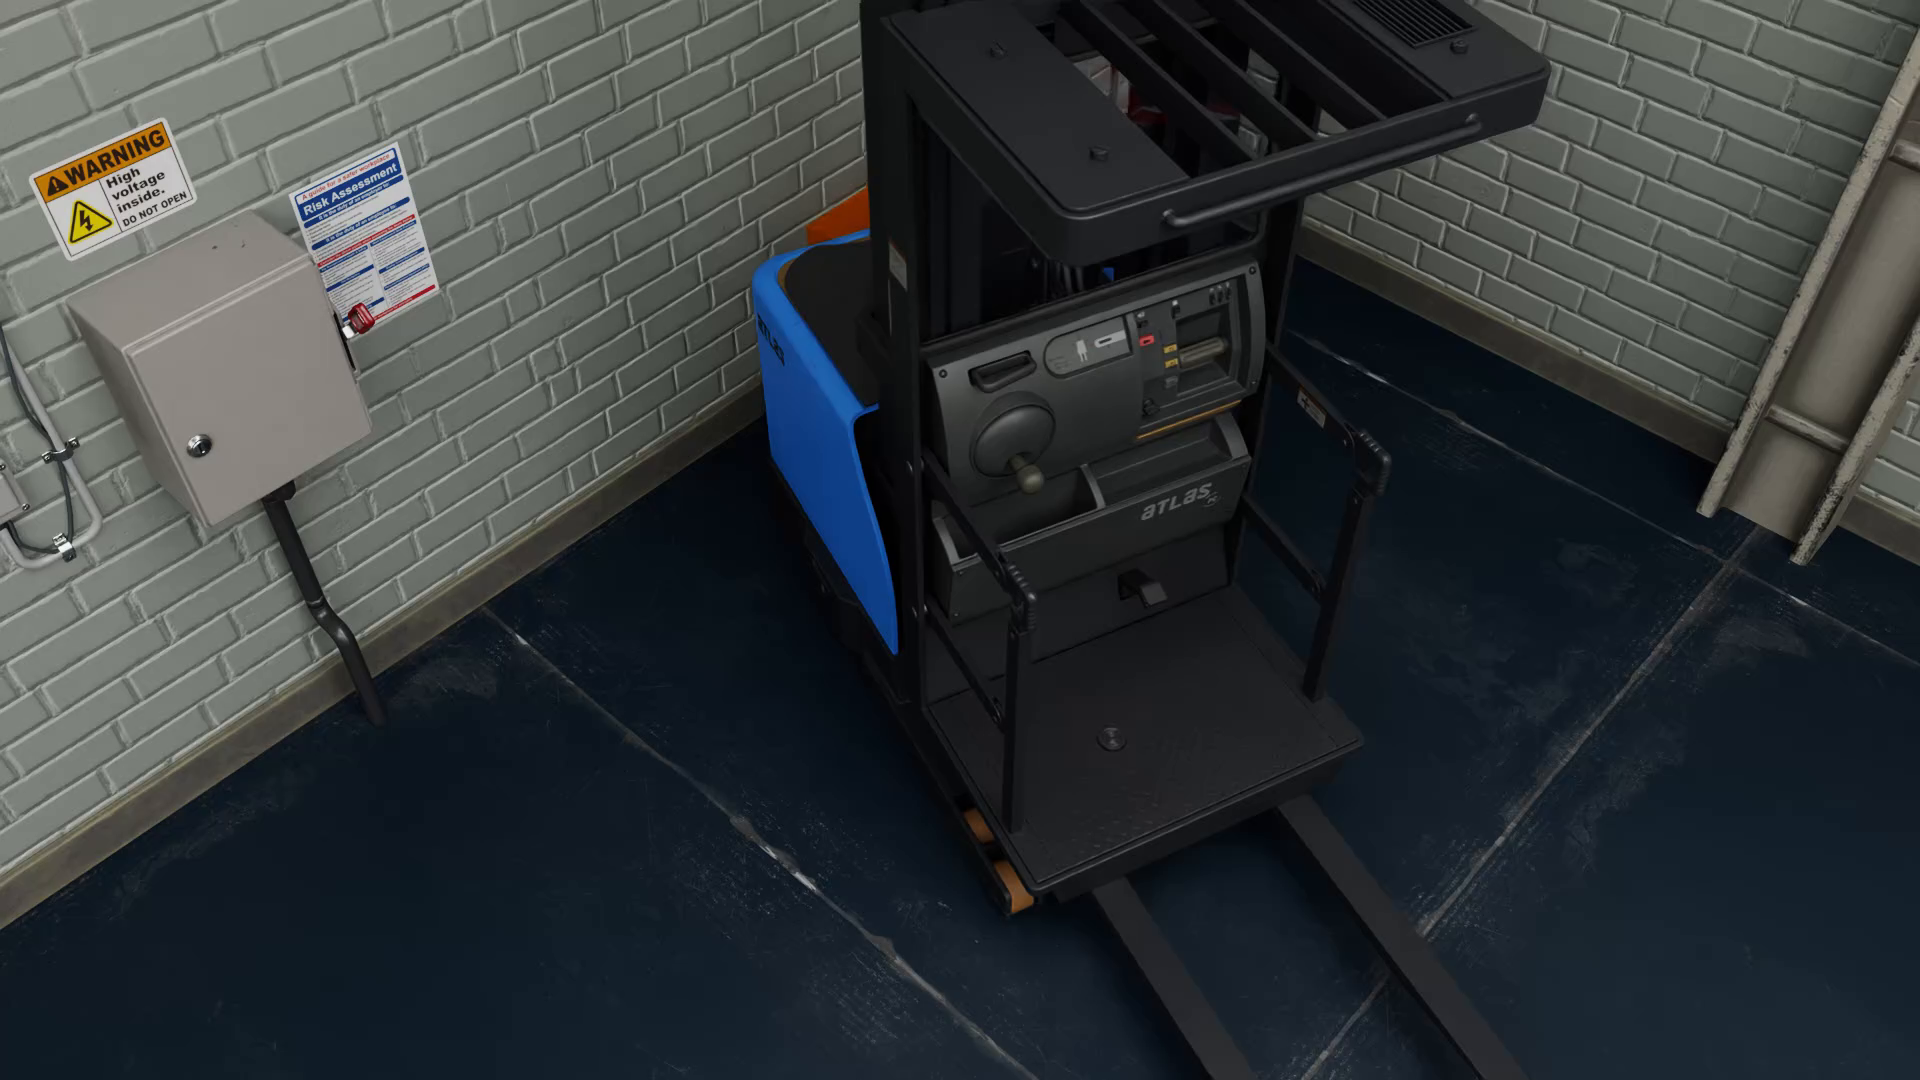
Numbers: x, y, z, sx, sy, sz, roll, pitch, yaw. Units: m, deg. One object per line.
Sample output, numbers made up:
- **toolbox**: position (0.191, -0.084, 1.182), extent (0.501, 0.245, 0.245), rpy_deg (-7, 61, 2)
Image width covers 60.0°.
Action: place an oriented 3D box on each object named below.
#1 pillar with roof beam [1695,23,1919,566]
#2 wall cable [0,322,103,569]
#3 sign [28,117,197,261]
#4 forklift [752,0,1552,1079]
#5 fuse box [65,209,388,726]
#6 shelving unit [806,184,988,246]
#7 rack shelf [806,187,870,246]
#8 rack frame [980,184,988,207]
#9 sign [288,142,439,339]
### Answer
- **pillar with roof beam**: position (-0.086, -0.862, 0.387), extent (0.400, 9.000, 9.100), rpy_deg (34, 55, 28)
- **wall cable**: position (-2.366, -0.527, 3.490), extent (0.122, 1.984, 0.588), rpy_deg (34, 55, 28)
- **sign**: position (-1.978, -0.822, 3.898), extent (0.001, 0.242, 0.339), rpy_deg (34, 55, 28)
- **forklift**: position (0.461, -0.317, 4.037), extent (1.130, 2.935, 3.031), rpy_deg (-20, 50, -18)
- **fuse box**: position (-1.788, -0.026, 4.600), extent (0.414, 1.711, 0.539), rpy_deg (34, 55, 28)
- **shelving unit**: position (-0.197, -1.213, 5.818), extent (1.083, 1.500, 0.587), rpy_deg (29, 55, 25)
- **rack shelf**: position (-0.184, -1.088, 5.947), extent (1.000, 0.185, 0.538), rpy_deg (29, 55, 25)
- **rack frame**: position (0.212, -0.986, 5.595), extent (0.032, 1.500, 0.500), rpy_deg (29, 55, 25)
- **sign**: position (-1.605, -0.801, 4.510), extent (0.001, 0.494, 0.329), rpy_deg (34, 55, 28)
